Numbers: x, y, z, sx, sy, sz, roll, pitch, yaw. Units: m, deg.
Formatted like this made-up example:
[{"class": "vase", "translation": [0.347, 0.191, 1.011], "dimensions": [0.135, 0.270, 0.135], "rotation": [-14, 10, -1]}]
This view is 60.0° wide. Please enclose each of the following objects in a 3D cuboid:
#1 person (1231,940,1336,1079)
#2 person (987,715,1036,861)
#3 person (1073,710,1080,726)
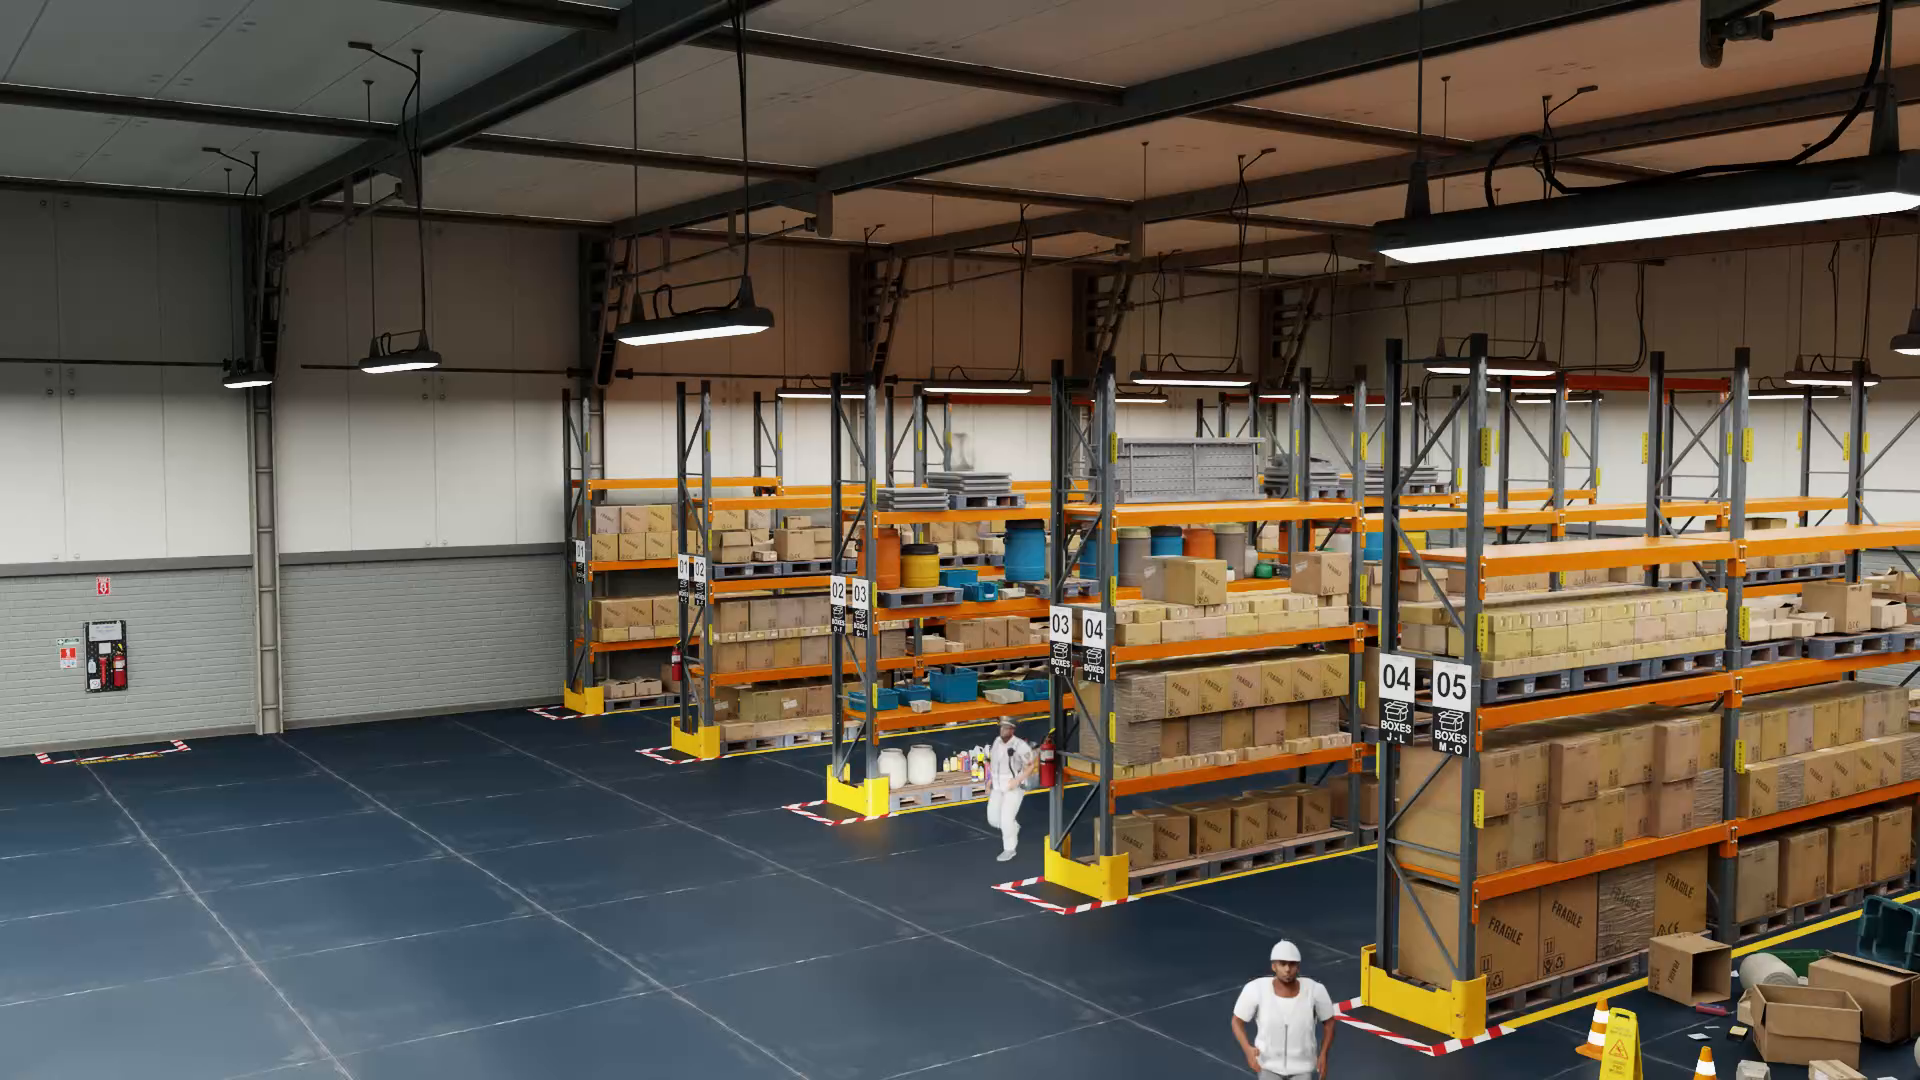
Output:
[{"class": "person", "translation": [2.196, 3.572, 11.309], "dimensions": [0.706, 1.726, 0.575], "rotation": [1, 4, 10]}, {"class": "person", "translation": [0.630, 2.997, 20.276], "dimensions": [0.683, 1.759, 0.598], "rotation": [3, 5, 40]}, {"class": "person", "translation": [2.073, 2.649, 27.131], "dimensions": [0.547, 1.552, 0.547], "rotation": [-3, 5, -39]}]
